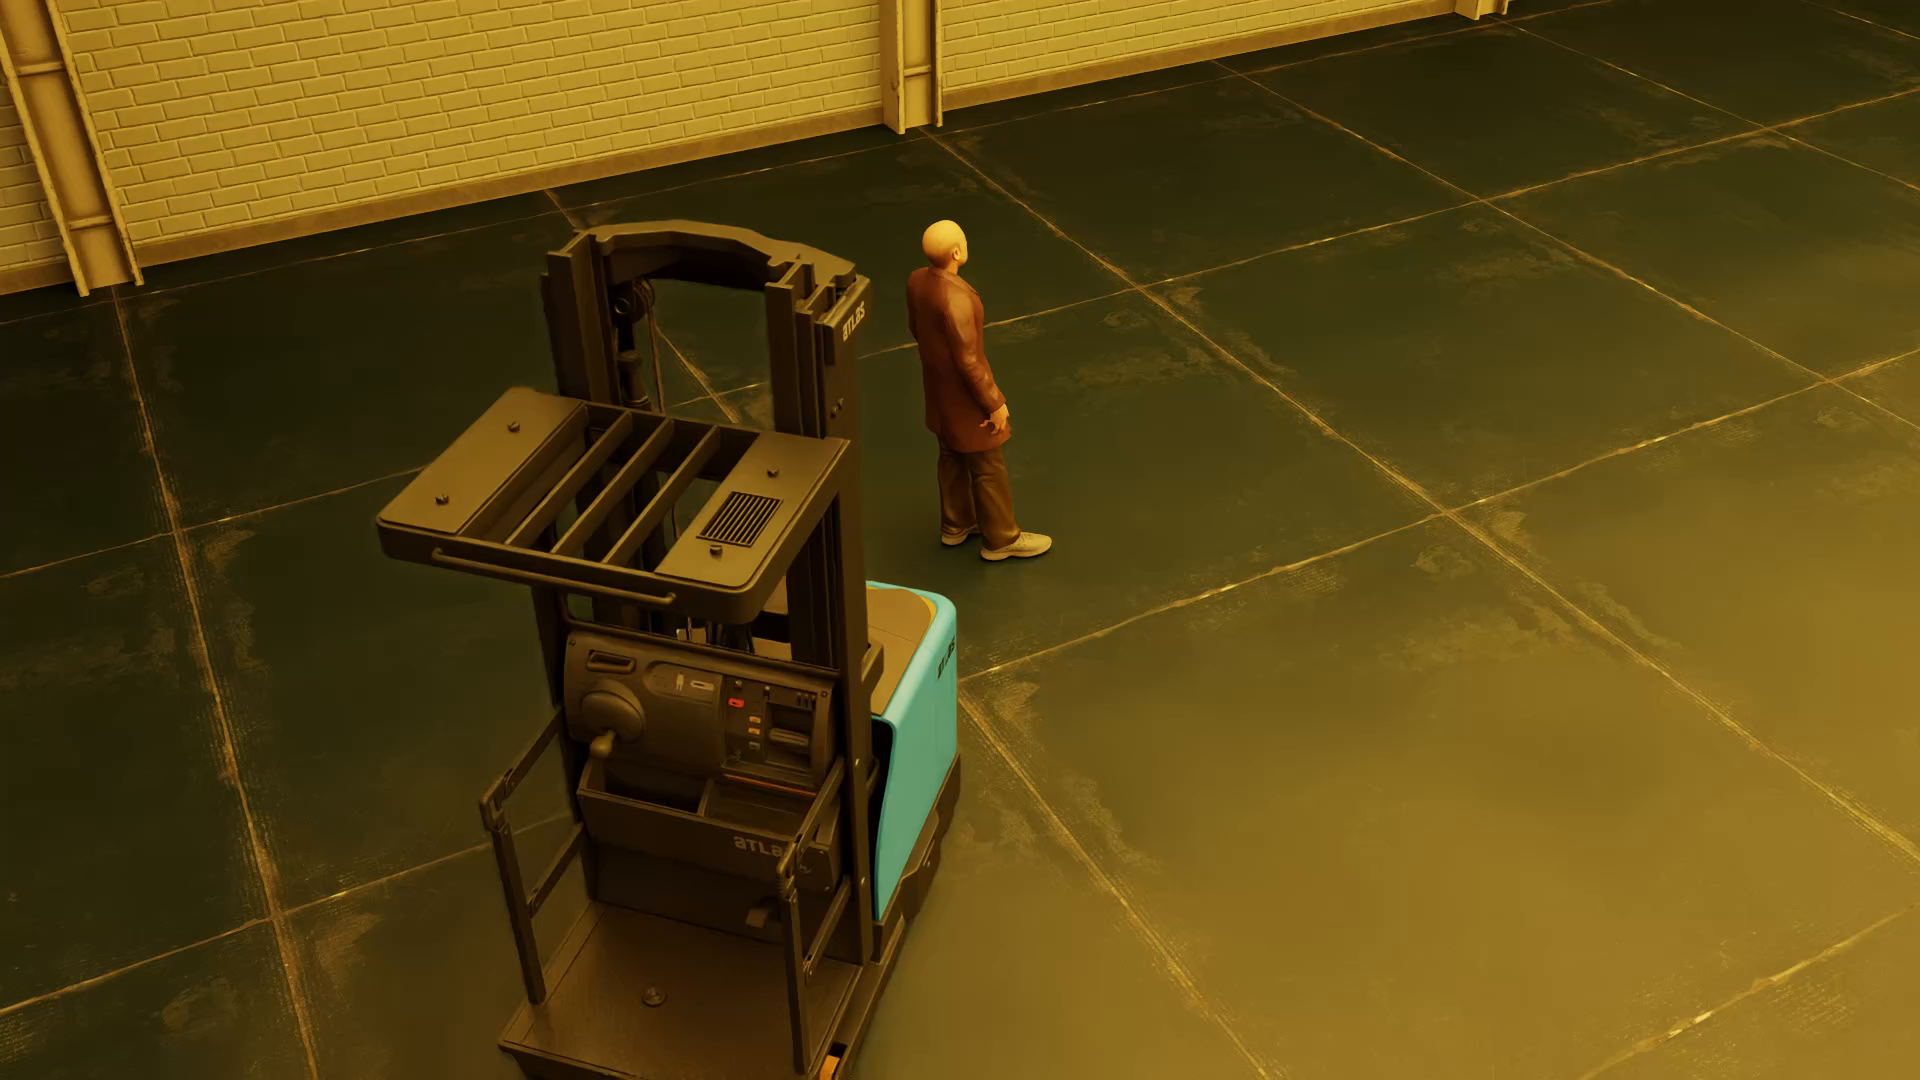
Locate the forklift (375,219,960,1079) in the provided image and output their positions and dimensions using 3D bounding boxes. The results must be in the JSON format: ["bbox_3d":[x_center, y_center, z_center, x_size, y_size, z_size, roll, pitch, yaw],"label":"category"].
[{"bbox_3d":[-0.919,0.629,5.233,1.130,2.935,3.031,10,36,14],"label":"forklift"}]

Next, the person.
[{"bbox_3d":[0.082,-0.754,8.176,0.582,1.776,0.696,-17,39,-23],"label":"person"}]
